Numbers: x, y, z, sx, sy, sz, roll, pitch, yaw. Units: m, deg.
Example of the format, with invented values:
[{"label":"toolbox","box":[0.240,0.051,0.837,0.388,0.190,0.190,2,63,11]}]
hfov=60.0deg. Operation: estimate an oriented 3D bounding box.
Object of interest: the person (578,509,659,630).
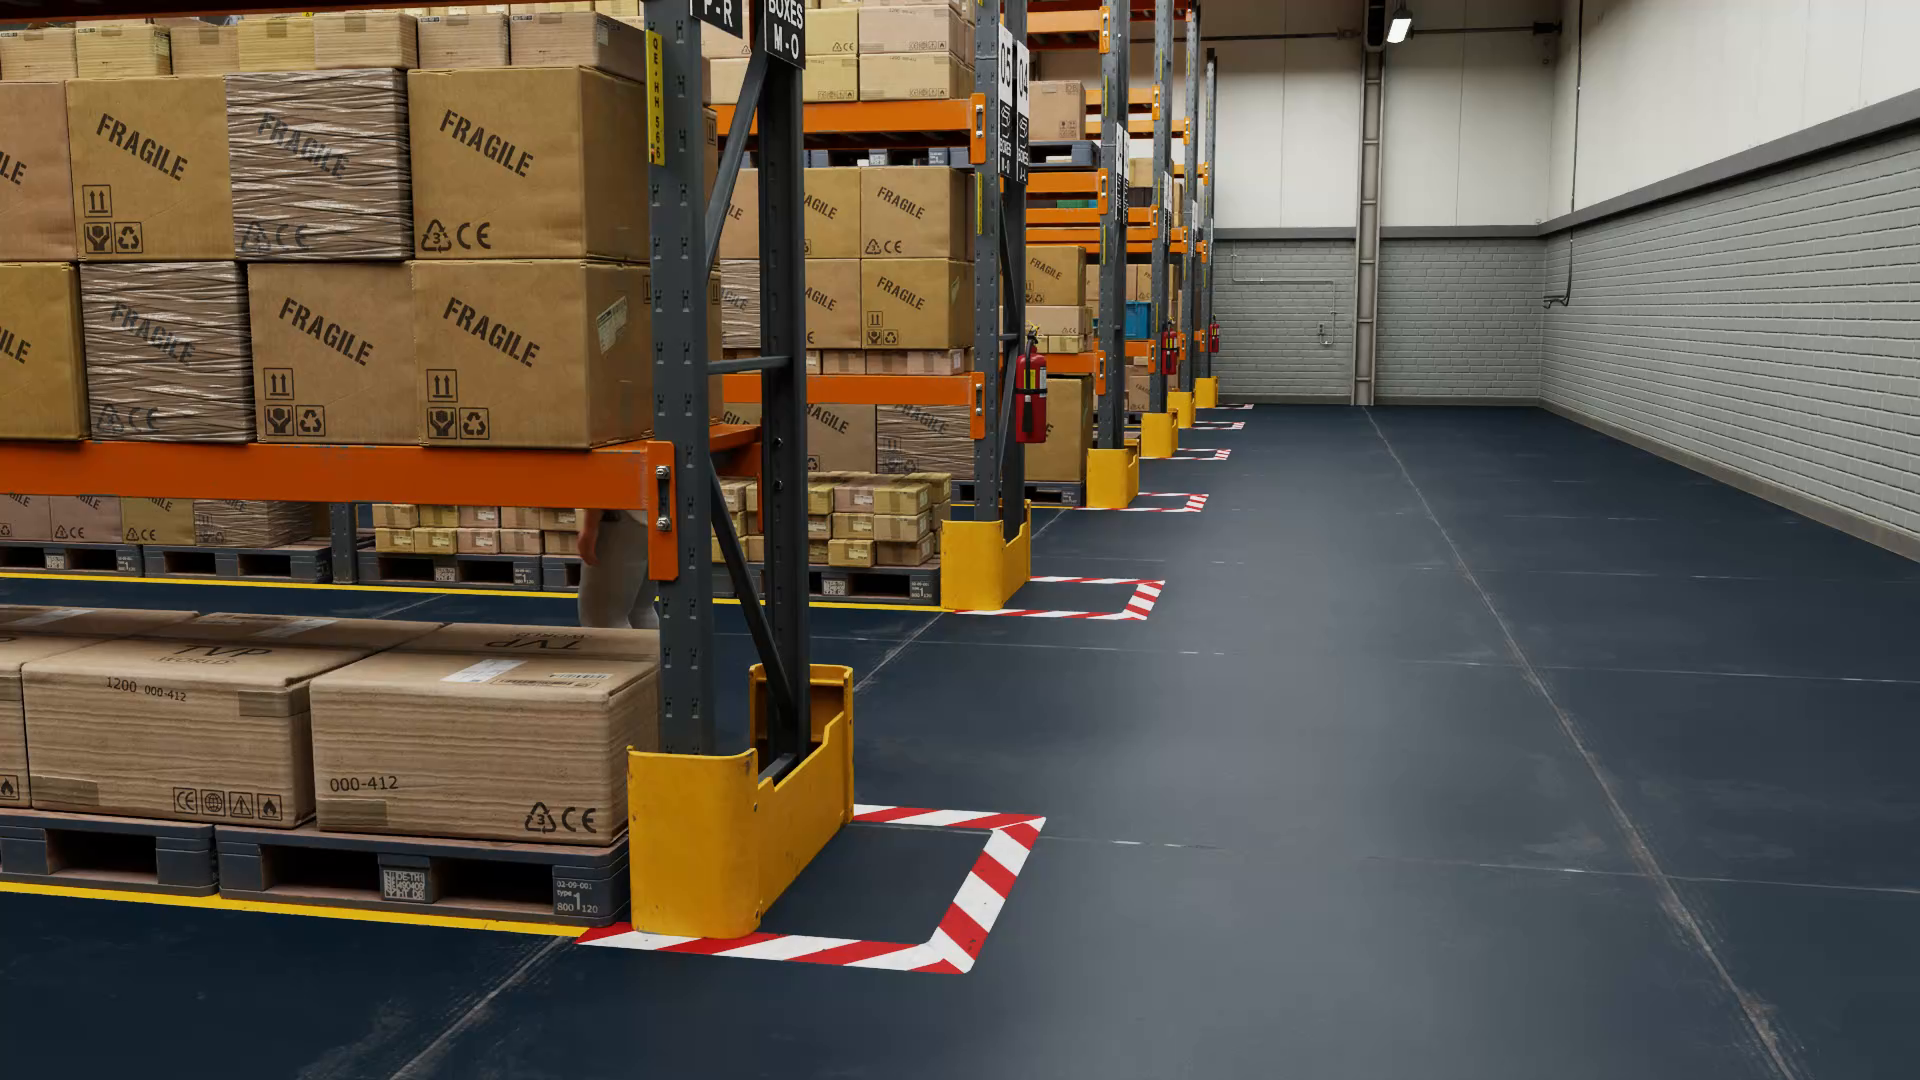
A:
[{"label":"person","box":[-1.291,-0.085,6.408,0.443,1.744,0.585,2,8,11]}]
